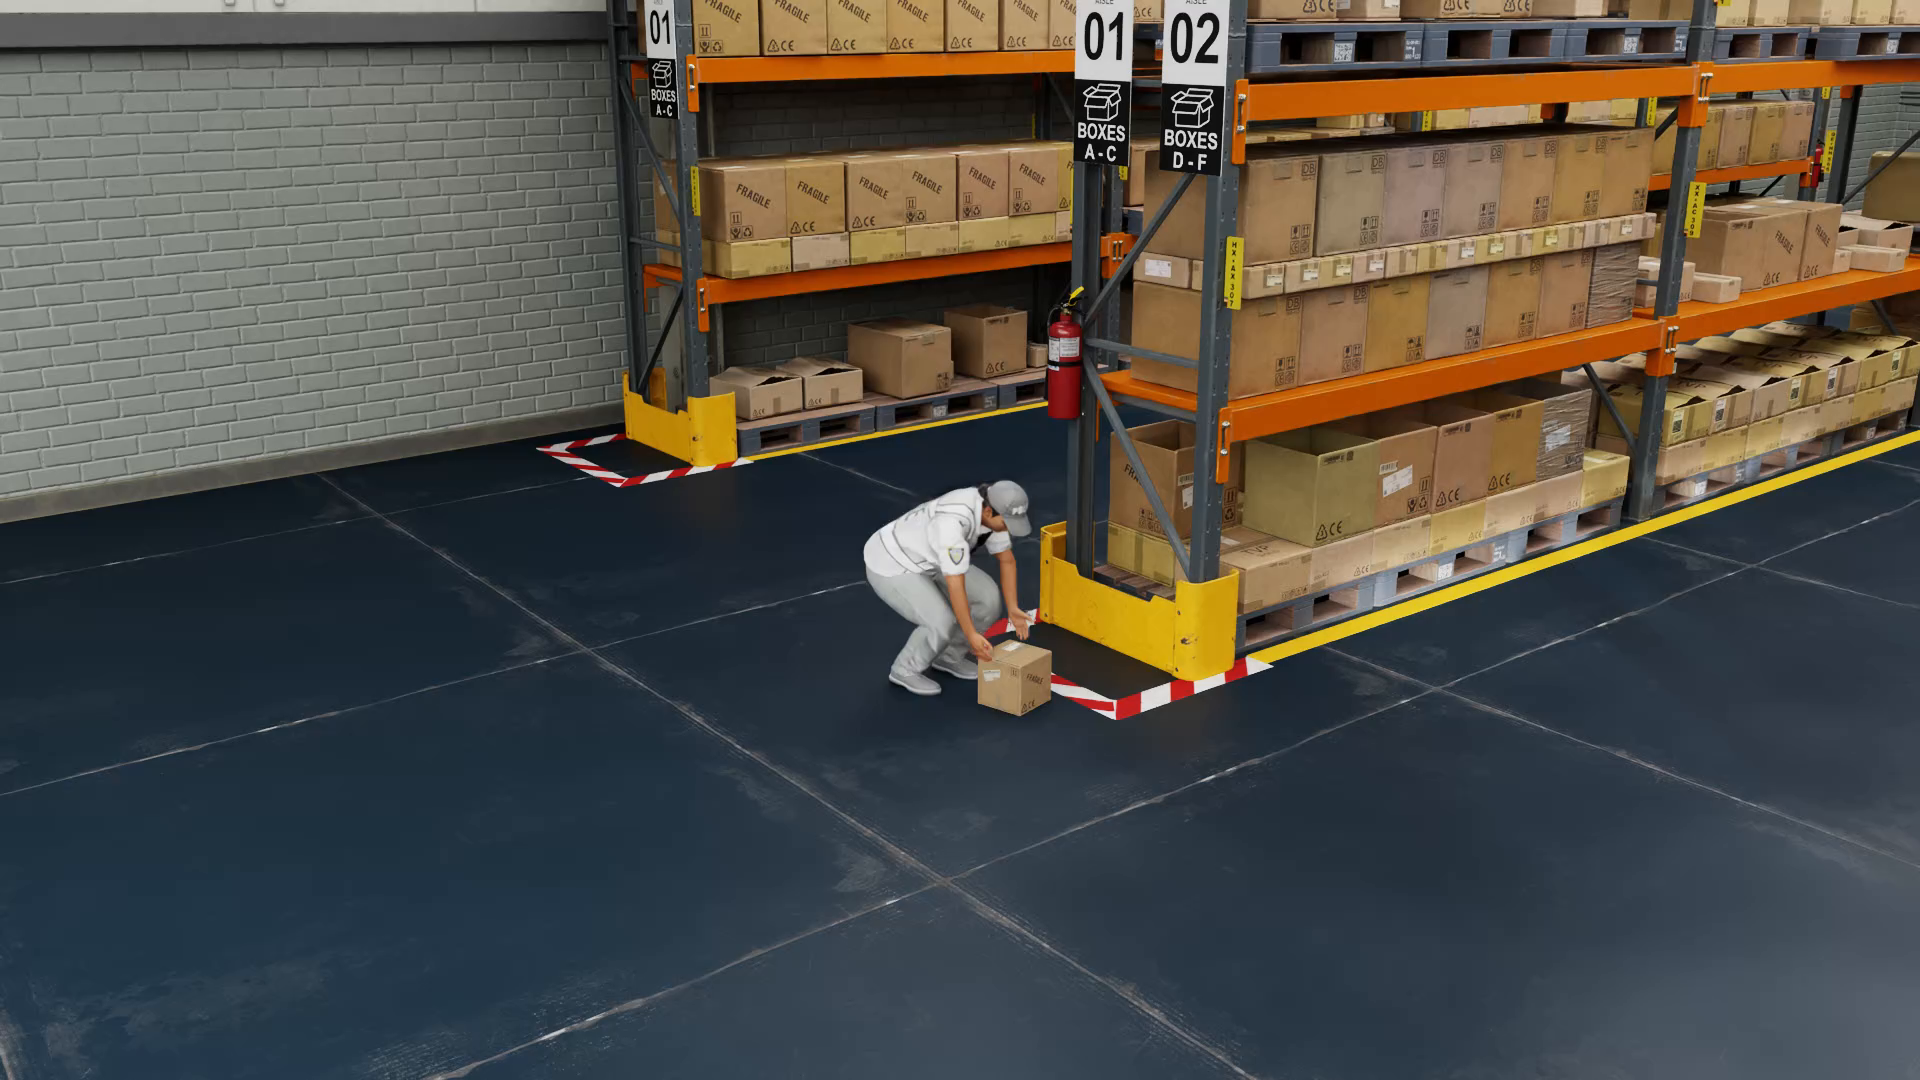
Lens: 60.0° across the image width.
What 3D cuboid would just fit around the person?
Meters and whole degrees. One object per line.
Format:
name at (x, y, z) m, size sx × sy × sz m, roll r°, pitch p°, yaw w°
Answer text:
person at (-0.043, 0.186, 7.957) m, size 0.837 × 1.067 × 0.536 m, roll 13°, pitch 22°, yaw 36°
